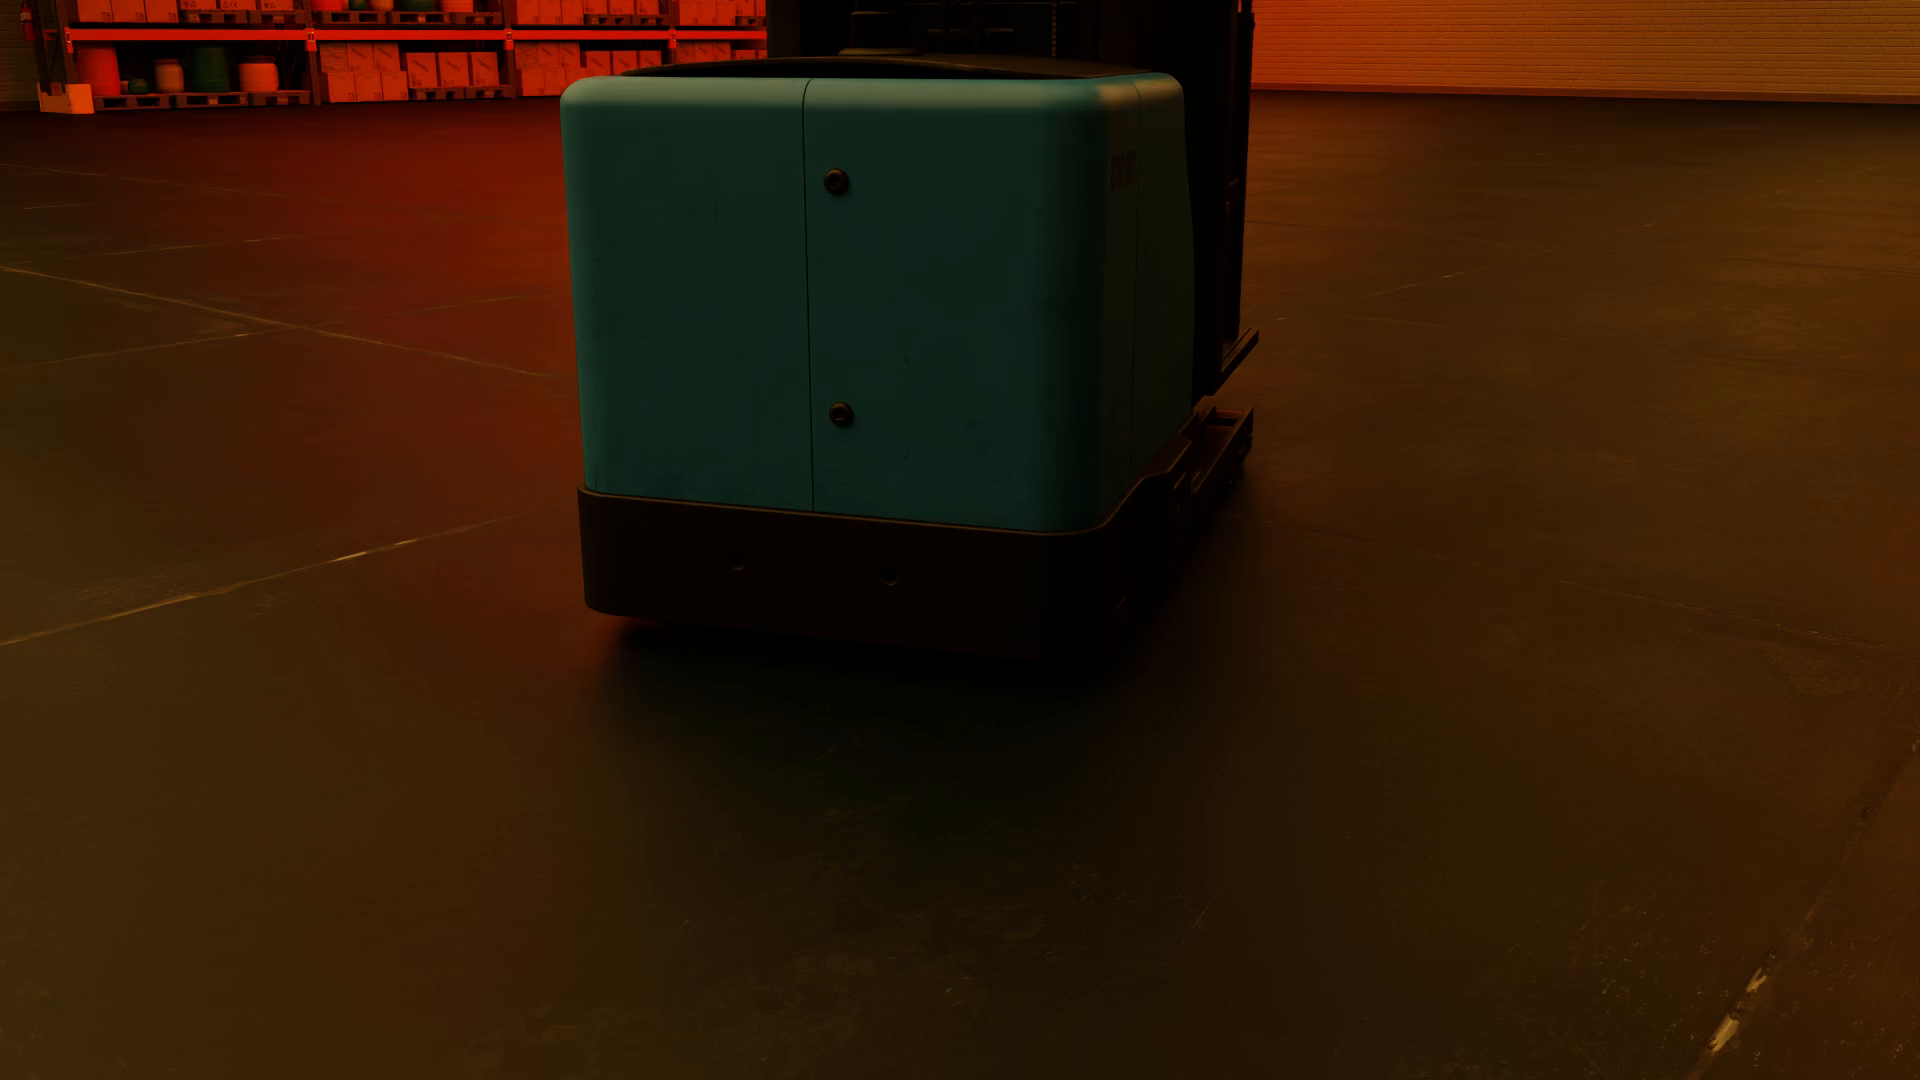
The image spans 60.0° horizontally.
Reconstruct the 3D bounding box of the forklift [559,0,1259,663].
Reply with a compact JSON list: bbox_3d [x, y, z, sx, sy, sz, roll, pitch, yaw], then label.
[{"bbox_3d":[0.182,-1.571,4.072,1.130,2.935,3.031,5,18,17],"label":"forklift"}]
